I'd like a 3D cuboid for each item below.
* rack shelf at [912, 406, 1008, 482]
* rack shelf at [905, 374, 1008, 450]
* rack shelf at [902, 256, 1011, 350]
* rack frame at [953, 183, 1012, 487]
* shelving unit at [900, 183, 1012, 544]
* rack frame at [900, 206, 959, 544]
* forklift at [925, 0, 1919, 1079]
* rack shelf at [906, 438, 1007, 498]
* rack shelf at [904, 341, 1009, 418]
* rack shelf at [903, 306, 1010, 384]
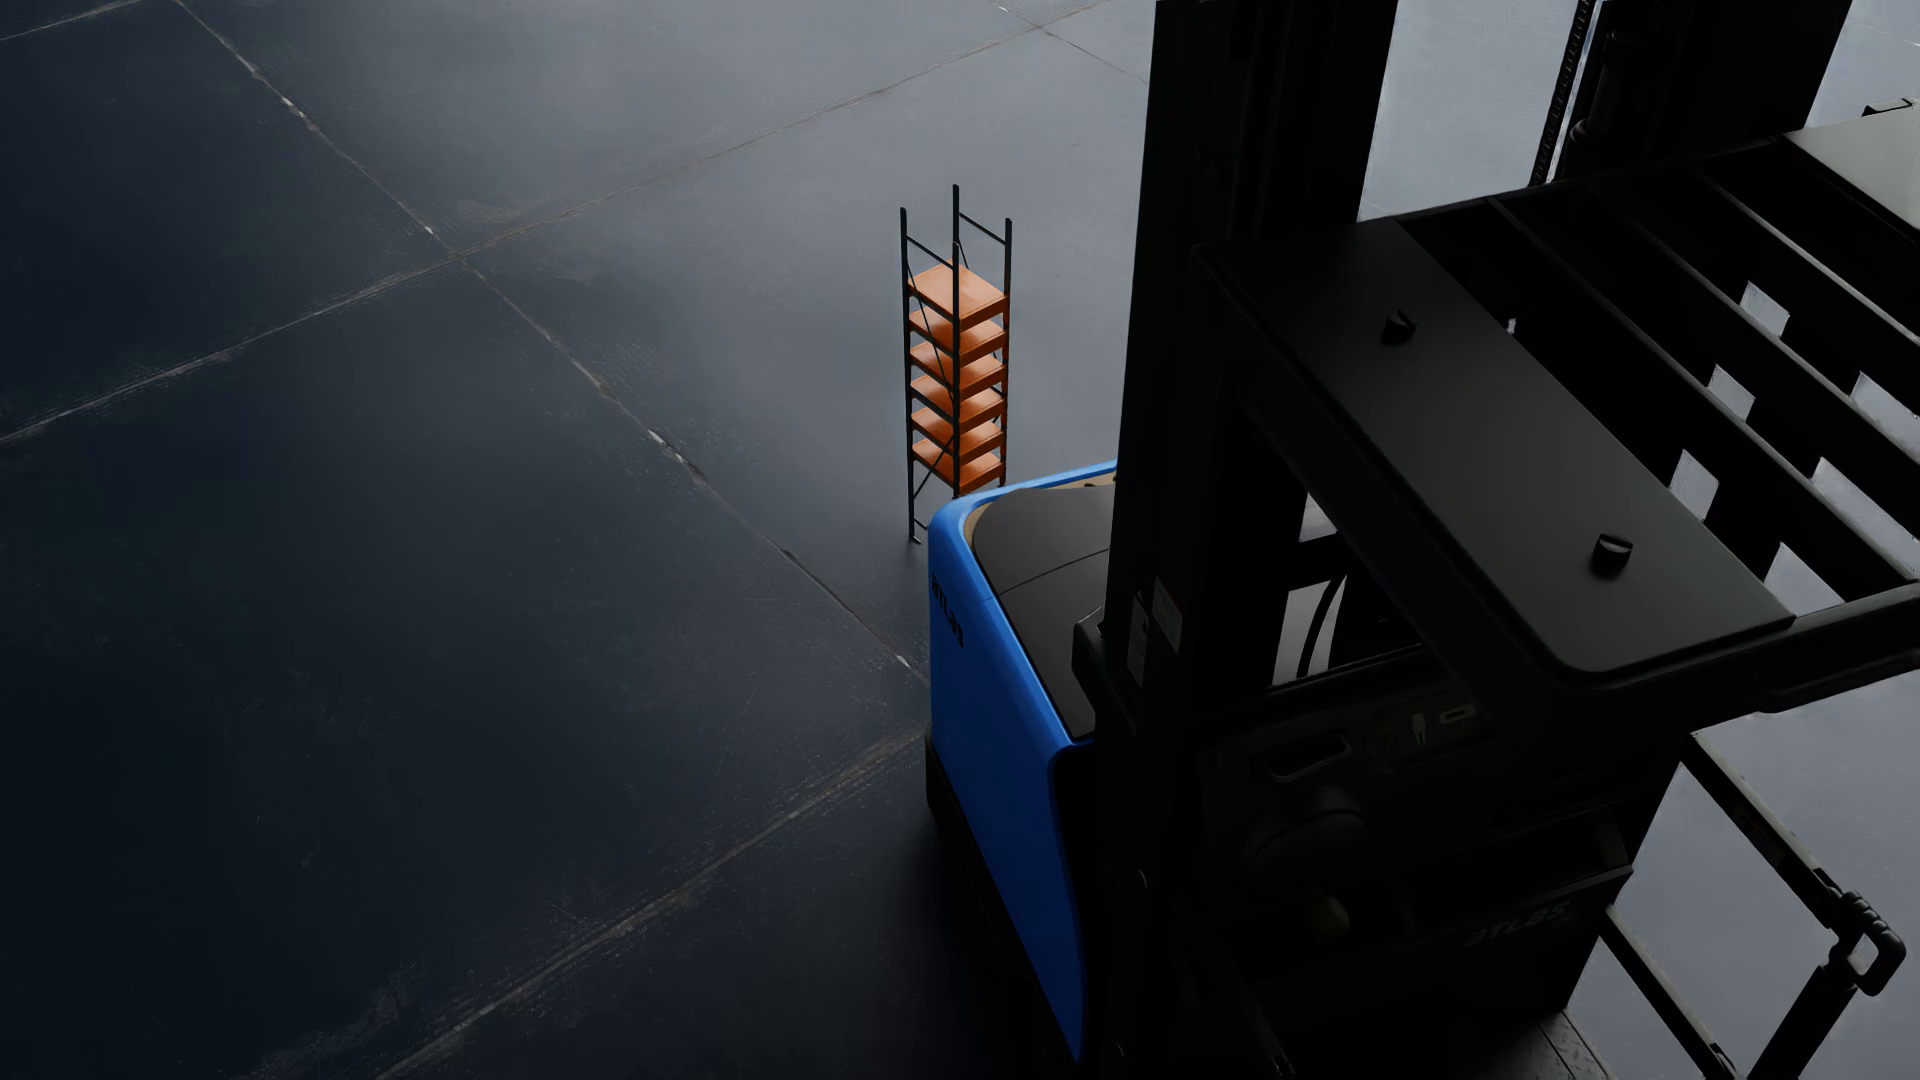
[{"bbox_3d":[-0.011,-0.311,4.945,0.180,0.103,0.258,-30,51,-28],"label":"rack shelf"},{"bbox_3d":[-0.011,-0.399,4.863,0.180,0.103,0.258,-30,51,-28],"label":"rack shelf"},{"bbox_3d":[-0.011,-0.661,4.616,0.180,0.103,0.258,-30,51,-28],"label":"rack shelf"},{"bbox_3d":[0.059,-0.471,4.875,0.006,1.200,0.240,-30,51,-28],"label":"rack frame"},{"bbox_3d":[-0.011,-0.431,4.832,0.189,1.200,0.258,-30,51,-28],"label":"shelving unit"},{"bbox_3d":[-0.081,-0.391,4.790,0.006,1.200,0.240,-30,51,-28],"label":"rack frame"},{"bbox_3d":[0.889,0.468,2.611,1.130,2.935,3.031,-14,45,-14],"label":"forklift"},{"bbox_3d":[-0.011,-0.224,5.027,0.180,0.103,0.258,-30,51,-28],"label":"rack shelf"},{"bbox_3d":[-0.011,-0.486,4.781,0.180,0.103,0.258,-30,51,-28],"label":"rack shelf"},{"bbox_3d":[-0.011,-0.574,4.699,0.180,0.103,0.258,-30,51,-28],"label":"rack shelf"}]
